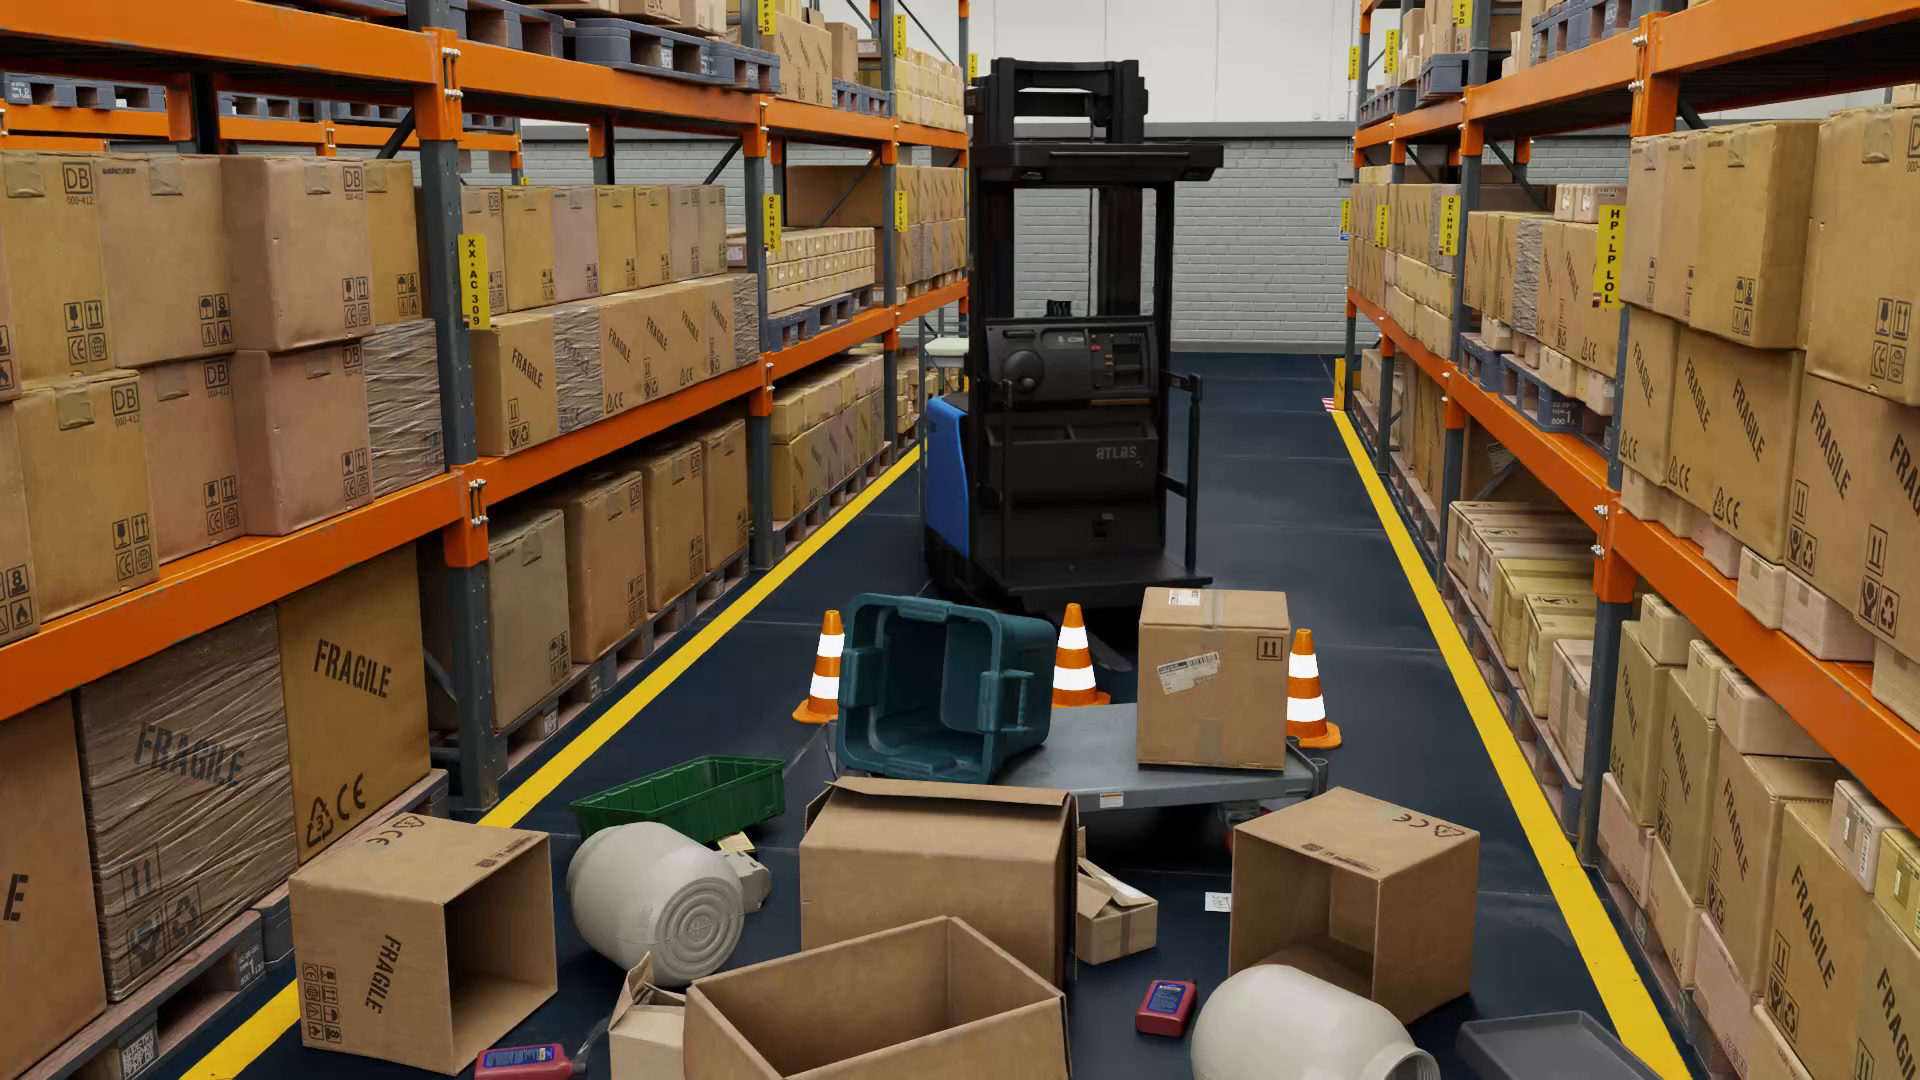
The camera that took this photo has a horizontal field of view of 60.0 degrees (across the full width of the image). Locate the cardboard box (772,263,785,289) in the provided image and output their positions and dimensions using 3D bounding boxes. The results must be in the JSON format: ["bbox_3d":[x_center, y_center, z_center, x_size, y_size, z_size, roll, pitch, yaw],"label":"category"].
[{"bbox_3d":[-1.332,-1.678,10.552,0.380,0.149,0.250,2,12,11],"label":"cardboard box"}]

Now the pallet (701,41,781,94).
[{"bbox_3d":[-1.691,-2.537,8.976,1.213,0.211,1.003,2,12,11],"label":"pallet"}]

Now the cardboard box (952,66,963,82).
[{"bbox_3d":[-0.175,-4.718,16.869,0.380,0.149,0.250,2,12,8],"label":"cardboard box"}]

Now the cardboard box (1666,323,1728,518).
[{"bbox_3d":[2.250,-0.334,4.478,0.500,0.500,0.500,2,12,8],"label":"cardboard box"}]

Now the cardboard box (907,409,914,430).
[{"bbox_3d":[-0.615,-1.064,14.582,0.380,0.149,0.250,2,12,10],"label":"cardboard box"}]

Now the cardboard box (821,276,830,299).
[{"bbox_3d":[-1.133,-1.798,11.818,0.380,0.149,0.250,1,12,7],"label":"cardboard box"}]

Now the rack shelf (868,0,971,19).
[{"bbox_3d":[-0.722,-5.128,15.141,1.077,0.370,4.000,2,12,9],"label":"rack shelf"}]

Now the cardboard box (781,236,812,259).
[{"bbox_3d":[-1.220,-1.981,11.252,0.380,0.149,0.250,2,12,11],"label":"cardboard box"}]

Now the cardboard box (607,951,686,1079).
[{"bbox_3d":[-0.704,1.287,4.389,0.396,0.266,0.258,4,13,18],"label":"cardboard box"}]

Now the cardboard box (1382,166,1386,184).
[{"bbox_3d":[3.830,-3.131,14.252,0.380,0.149,0.250,2,12,8],"label":"cardboard box"}]

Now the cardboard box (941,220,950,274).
[{"bbox_3d":[-0.382,-2.844,16.127,0.500,0.500,0.500,2,12,9],"label":"cardboard box"}]

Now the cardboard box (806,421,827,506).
[{"bbox_3d":[-1.210,-0.526,11.252,0.500,0.500,0.500,2,12,9],"label":"cardboard box"}]

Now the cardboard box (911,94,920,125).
[{"bbox_3d":[-0.629,-3.717,14.358,0.500,0.250,0.500,2,12,8],"label":"cardboard box"}]

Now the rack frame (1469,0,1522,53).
[{"bbox_3d":[3.262,-4.093,8.623,1.000,3.000,0.127,2,12,9],"label":"rack frame"}]

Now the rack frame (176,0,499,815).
[{"bbox_3d":[-2.260,-0.467,6.038,1.000,3.000,0.127,2,12,9],"label":"rack frame"}]

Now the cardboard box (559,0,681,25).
[{"bbox_3d":[-1.635,-2.698,7.799,0.500,0.500,0.500,2,12,9],"label":"cardboard box"}]

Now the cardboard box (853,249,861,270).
[{"bbox_3d":[-0.976,-2.164,12.809,0.380,0.149,0.250,2,12,11],"label":"cardboard box"}]

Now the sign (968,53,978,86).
[{"bbox_3d":[0.131,-4.842,17.117,0.100,0.325,0.005,2,12,9],"label":"sign"}]

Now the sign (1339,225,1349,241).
[{"bbox_3d":[5.298,-4.146,22.471,0.327,0.218,0.001,2,12,9],"label":"sign"}]

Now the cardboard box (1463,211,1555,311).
[{"bbox_3d":[2.964,-1.473,8.769,0.500,0.500,0.500,2,12,7],"label":"cardboard box"}]

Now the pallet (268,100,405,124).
[{"bbox_3d":[-5.779,-3.907,15.091,1.003,0.211,1.213,2,12,9],"label":"pallet"}]

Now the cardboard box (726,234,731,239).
[{"bbox_3d":[-1.821,-2.058,11.612,0.380,0.149,0.250,2,12,11],"label":"cardboard box"}]

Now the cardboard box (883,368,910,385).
[{"bbox_3d":[-0.663,-1.464,15.025,0.380,0.149,0.250,2,12,7],"label":"cardboard box"}]

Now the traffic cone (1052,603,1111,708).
[{"bbox_3d":[0.511,0.517,7.497,0.336,0.463,0.334,2,12,9],"label":"traffic cone"}]

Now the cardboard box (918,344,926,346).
[{"bbox_3d":[-0.245,-1.949,17.273,0.380,0.149,0.250,2,12,9],"label":"cardboard box"}]

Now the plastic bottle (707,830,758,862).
[{"bbox_3d":[-0.811,1.076,5.854,0.133,0.061,0.283,-5,13,-21],"label":"plastic bottle"}]

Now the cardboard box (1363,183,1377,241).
[{"bbox_3d":[3.917,-2.953,14.965,0.500,0.500,0.500,2,12,9],"label":"cardboard box"}]

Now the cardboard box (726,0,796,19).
[{"bbox_3d":[-1.231,-3.371,10.342,0.396,0.266,0.258,2,12,9],"label":"cardboard box"}]

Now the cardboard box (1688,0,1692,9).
[{"bbox_3d":[2.354,-1.613,4.835,0.380,0.149,0.250,2,12,8],"label":"cardboard box"}]

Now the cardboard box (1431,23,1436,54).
[{"bbox_3d":[3.128,-3.064,10.292,0.396,0.266,0.258,2,12,7],"label":"cardboard box"}]

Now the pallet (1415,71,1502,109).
[{"bbox_3d":[3.478,-2.902,10.670,1.003,0.211,1.213,2,12,11],"label":"pallet"}]

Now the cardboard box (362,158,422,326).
[{"bbox_3d":[-2.350,-0.992,5.557,0.875,0.550,0.550,2,12,9],"label":"cardboard box"}]

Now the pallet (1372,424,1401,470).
[{"bbox_3d":[4.072,-0.785,14.135,1.003,0.211,1.213,2,12,9],"label":"pallet"}]

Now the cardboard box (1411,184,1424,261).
[{"bbox_3d":[3.322,-2.129,11.141,0.500,0.500,0.500,2,12,8],"label":"cardboard box"}]

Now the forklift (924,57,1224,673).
[{"bbox_3d":[0.645,-0.964,8.511,1.130,2.935,3.031,-3,13,-14],"label":"forklift"}]

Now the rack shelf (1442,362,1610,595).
[{"bbox_3d":[2.955,-0.392,7.399,1.077,0.370,4.000,2,12,9],"label":"rack shelf"}]

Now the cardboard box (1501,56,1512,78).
[{"bbox_3d":[3.046,-2.443,8.687,0.380,0.149,0.250,2,12,9],"label":"cardboard box"}]

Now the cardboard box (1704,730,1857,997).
[{"bbox_3d":[2.137,0.779,4.009,0.500,0.500,0.500,3,12,12],"label":"cardboard box"}]

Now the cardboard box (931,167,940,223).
[{"bbox_3d":[-0.466,-3.220,15.498,0.500,0.500,0.500,1,12,7],"label":"cardboard box"}]

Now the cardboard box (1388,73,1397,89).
[{"bbox_3d":[3.659,-3.791,13.427,0.396,0.266,0.258,2,12,10],"label":"cardboard box"}]

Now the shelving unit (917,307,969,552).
[{"bbox_3d":[-0.001,-0.732,10.829,0.431,1.500,0.755,2,12,9],"label":"shelving unit"}]

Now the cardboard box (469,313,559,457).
[{"bbox_3d":[-1.913,-0.616,6.495,0.500,0.500,0.500,2,12,9],"label":"cardboard box"}]

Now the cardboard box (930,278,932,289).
[{"bbox_3d":[-0.470,-2.499,16.067,0.380,0.149,0.250,1,12,6],"label":"cardboard box"}]

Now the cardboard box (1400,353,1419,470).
[{"bbox_3d":[3.861,-1.027,12.688,0.875,0.875,0.875,2,12,10],"label":"cardboard box"}]

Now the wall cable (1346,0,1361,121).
[{"bbox_3d":[5.089,-6.951,21.887,0.463,3.000,0.029,2,12,9],"label":"wall cable"}]

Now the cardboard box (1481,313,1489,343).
[{"bbox_3d":[2.864,-1.067,8.426,0.380,0.149,0.250,1,12,5],"label":"cardboard box"}]

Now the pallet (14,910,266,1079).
[{"bbox_3d":[-2.639,1.307,4.427,1.003,0.211,1.213,2,12,9],"label":"pallet"}]

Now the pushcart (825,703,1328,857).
[{"bbox_3d":[0.386,0.891,5.962,1.648,0.377,0.936,-2,12,-11],"label":"pushcart"}]

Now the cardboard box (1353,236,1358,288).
[{"bbox_3d":[4.085,-2.677,16.059,0.500,0.500,0.500,2,12,8],"label":"cardboard box"}]

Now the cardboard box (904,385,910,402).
[{"bbox_3d":[-0.661,-1.318,15.051,0.380,0.149,0.250,1,12,6],"label":"cardboard box"}]

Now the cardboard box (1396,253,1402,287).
[{"bbox_3d":[3.479,-1.972,12.192,0.500,0.250,0.500,2,12,10],"label":"cardboard box"}]

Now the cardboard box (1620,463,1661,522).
[{"bbox_3d":[2.282,-0.149,5.162,0.380,0.149,0.250,2,12,8],"label":"cardboard box"}]

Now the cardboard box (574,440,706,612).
[{"bbox_3d":[-1.958,-0.099,8.675,1.050,0.750,0.750,2,12,10],"label":"cardboard box"}]
